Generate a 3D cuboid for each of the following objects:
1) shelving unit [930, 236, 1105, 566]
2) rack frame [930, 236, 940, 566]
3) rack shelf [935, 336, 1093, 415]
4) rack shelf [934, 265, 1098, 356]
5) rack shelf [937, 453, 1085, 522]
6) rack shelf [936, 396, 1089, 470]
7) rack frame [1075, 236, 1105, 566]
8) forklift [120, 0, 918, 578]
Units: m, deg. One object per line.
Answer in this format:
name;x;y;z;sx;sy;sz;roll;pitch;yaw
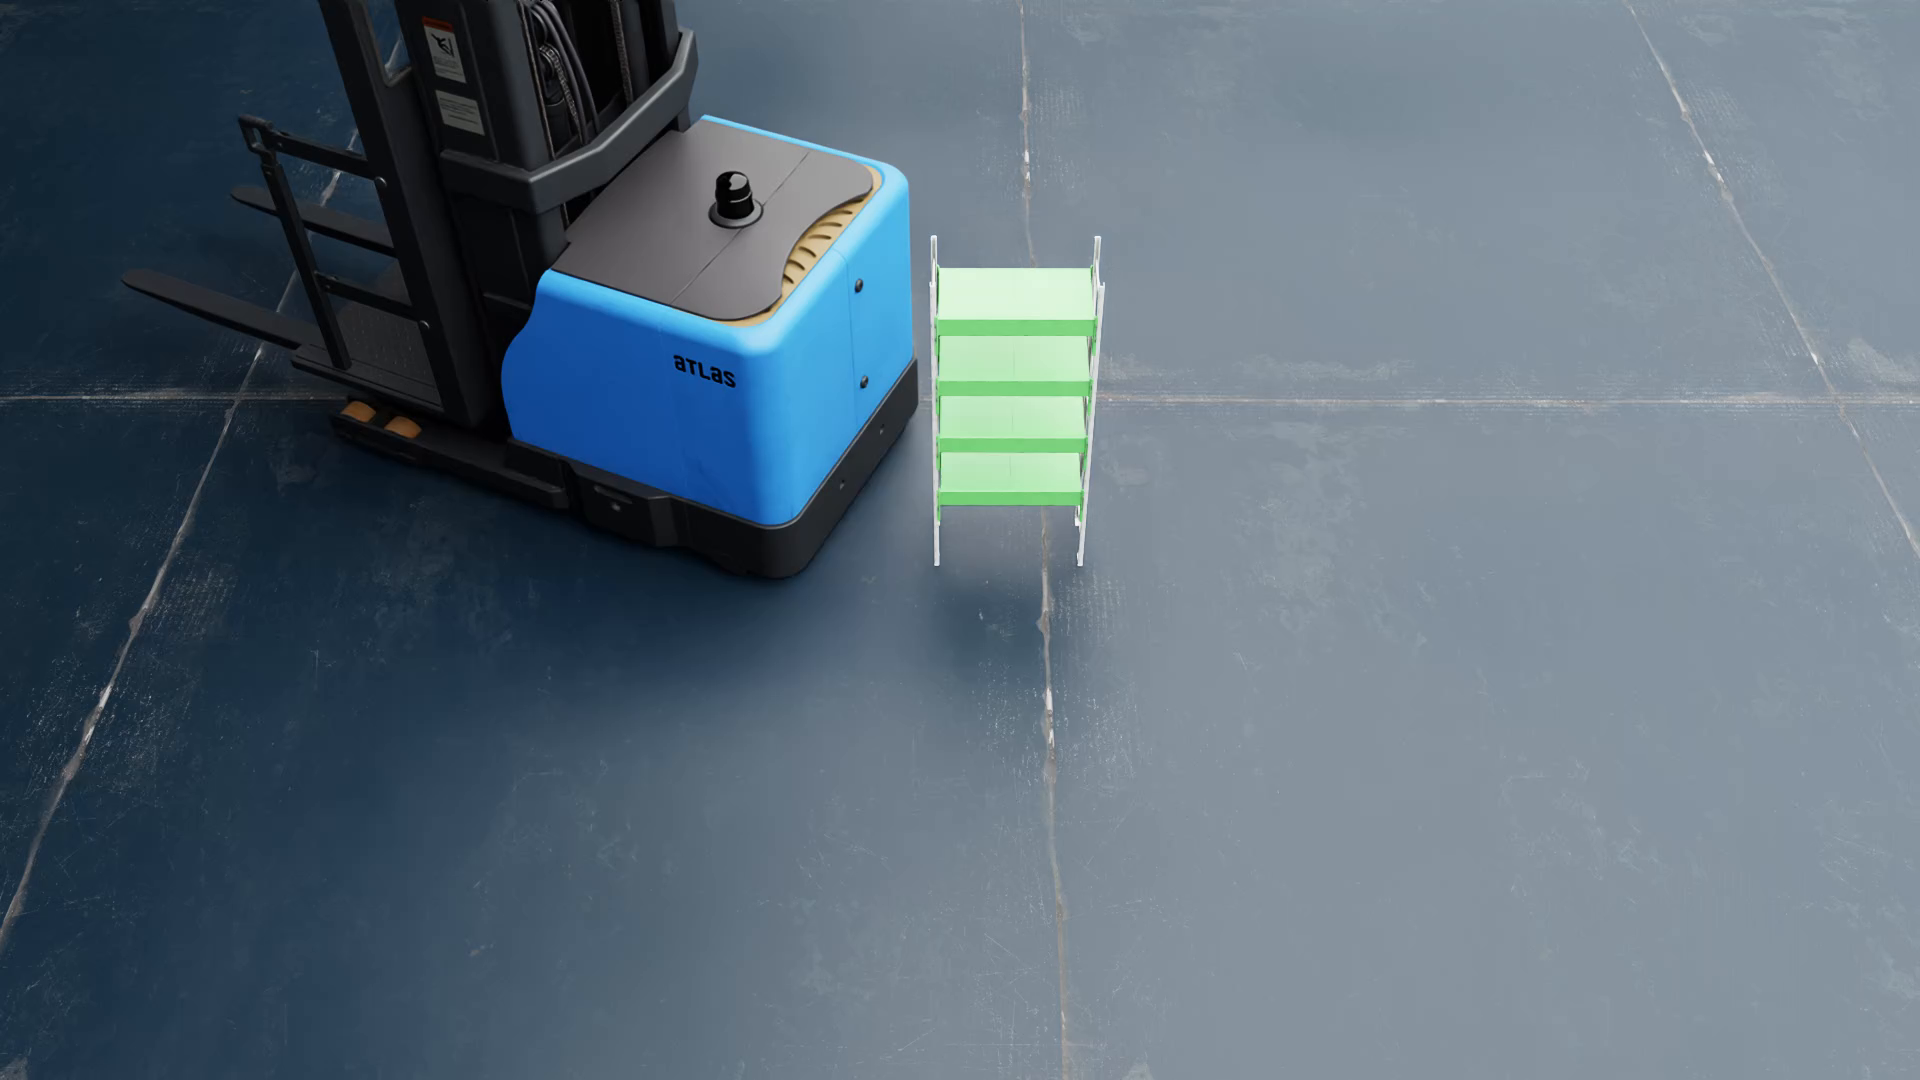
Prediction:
shelving unit;0.166;-0.408;5.310;0.503;1.200;0.258;0;47;0
rack frame;-0.078;-0.409;5.311;0.015;1.200;0.240;0;47;0
rack shelf;0.166;-0.528;5.181;0.480;0.148;0.258;0;47;0
rack shelf;0.166;-0.692;5.006;0.480;0.148;0.258;0;47;0
rack shelf;0.166;-0.201;5.533;0.480;0.148;0.258;0;47;0
rack shelf;0.166;-0.365;5.357;0.480;0.148;0.258;0;47;0
rack frame;0.410;-0.408;5.310;0.015;1.200;0.240;0;47;0
forklift;-1.713;-1.610;5.246;3.031;2.935;1.130;19;50;17
